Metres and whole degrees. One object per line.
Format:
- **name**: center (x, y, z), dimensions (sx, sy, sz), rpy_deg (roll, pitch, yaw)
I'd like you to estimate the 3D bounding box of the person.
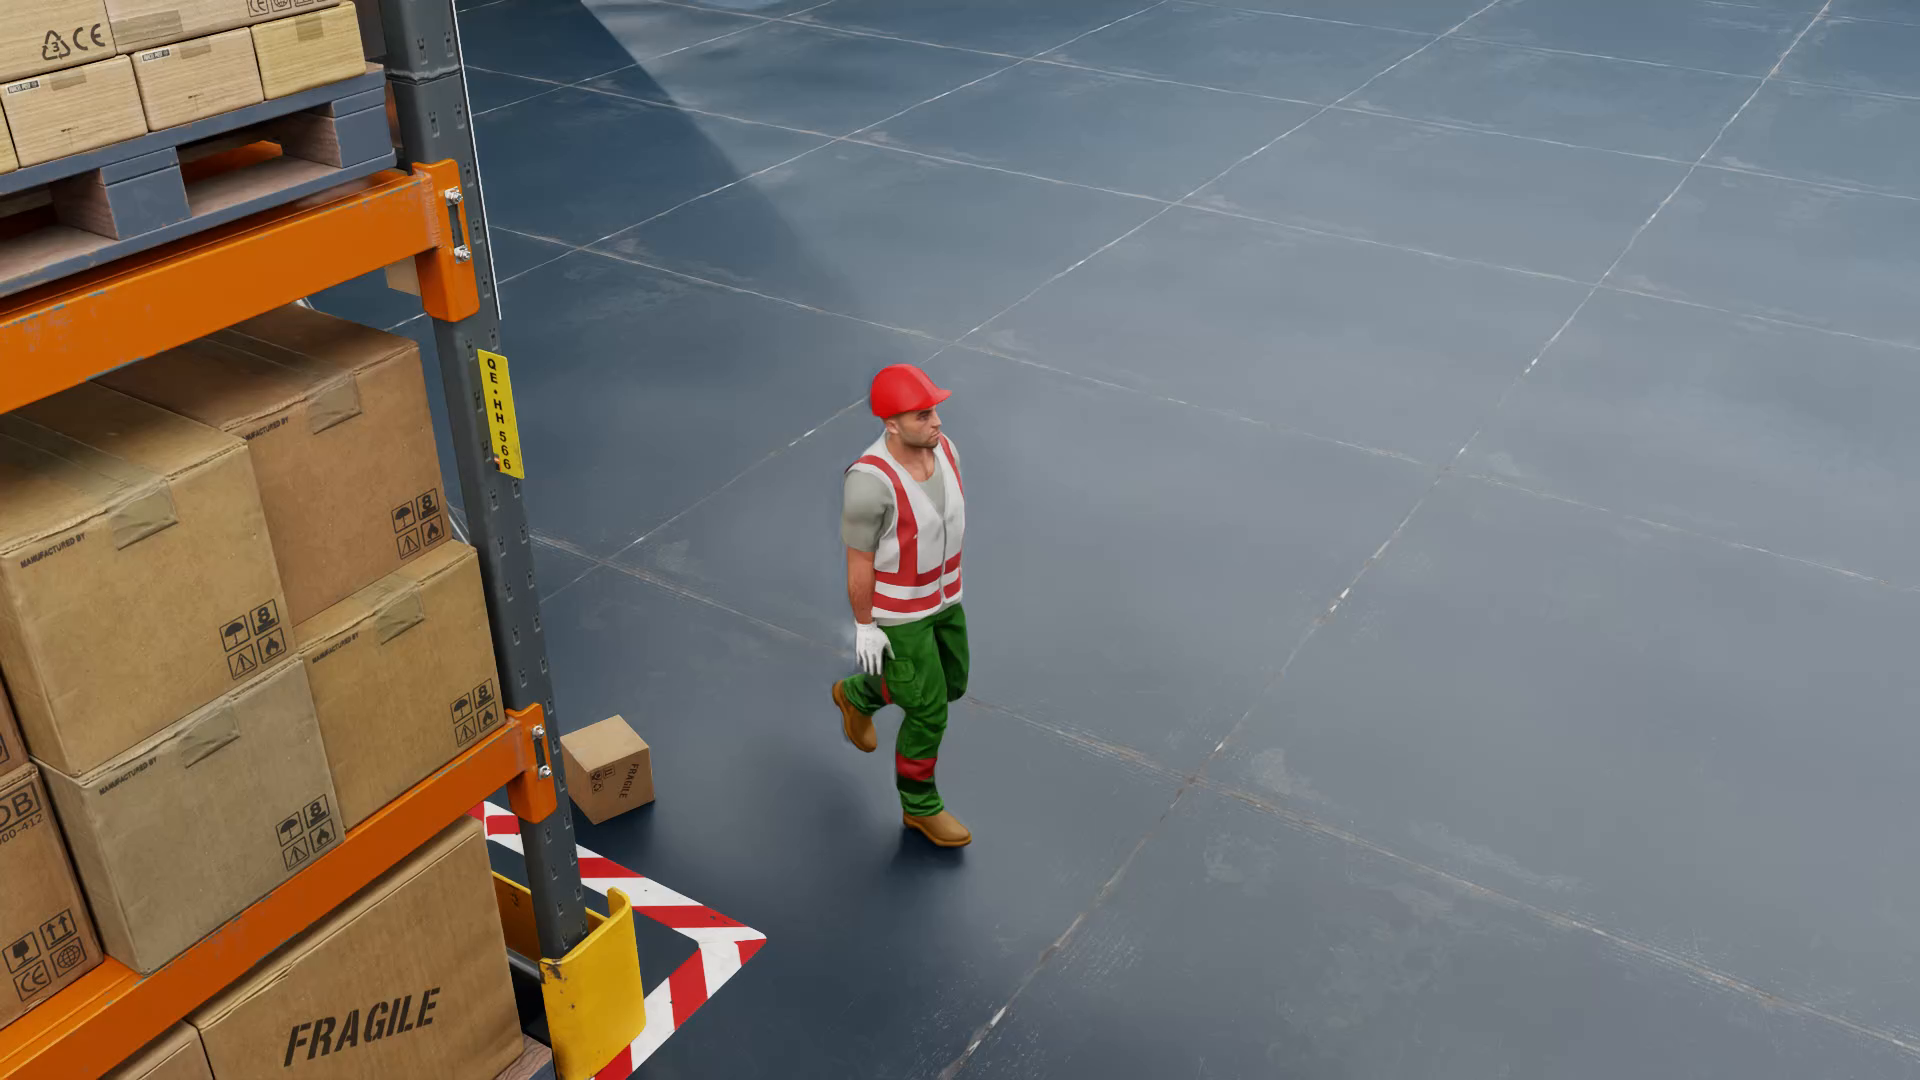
- **person**: center (-0.212, 0.190, 5.748), dimensions (0.750, 1.769, 0.542), rpy_deg (20, 36, 30)
